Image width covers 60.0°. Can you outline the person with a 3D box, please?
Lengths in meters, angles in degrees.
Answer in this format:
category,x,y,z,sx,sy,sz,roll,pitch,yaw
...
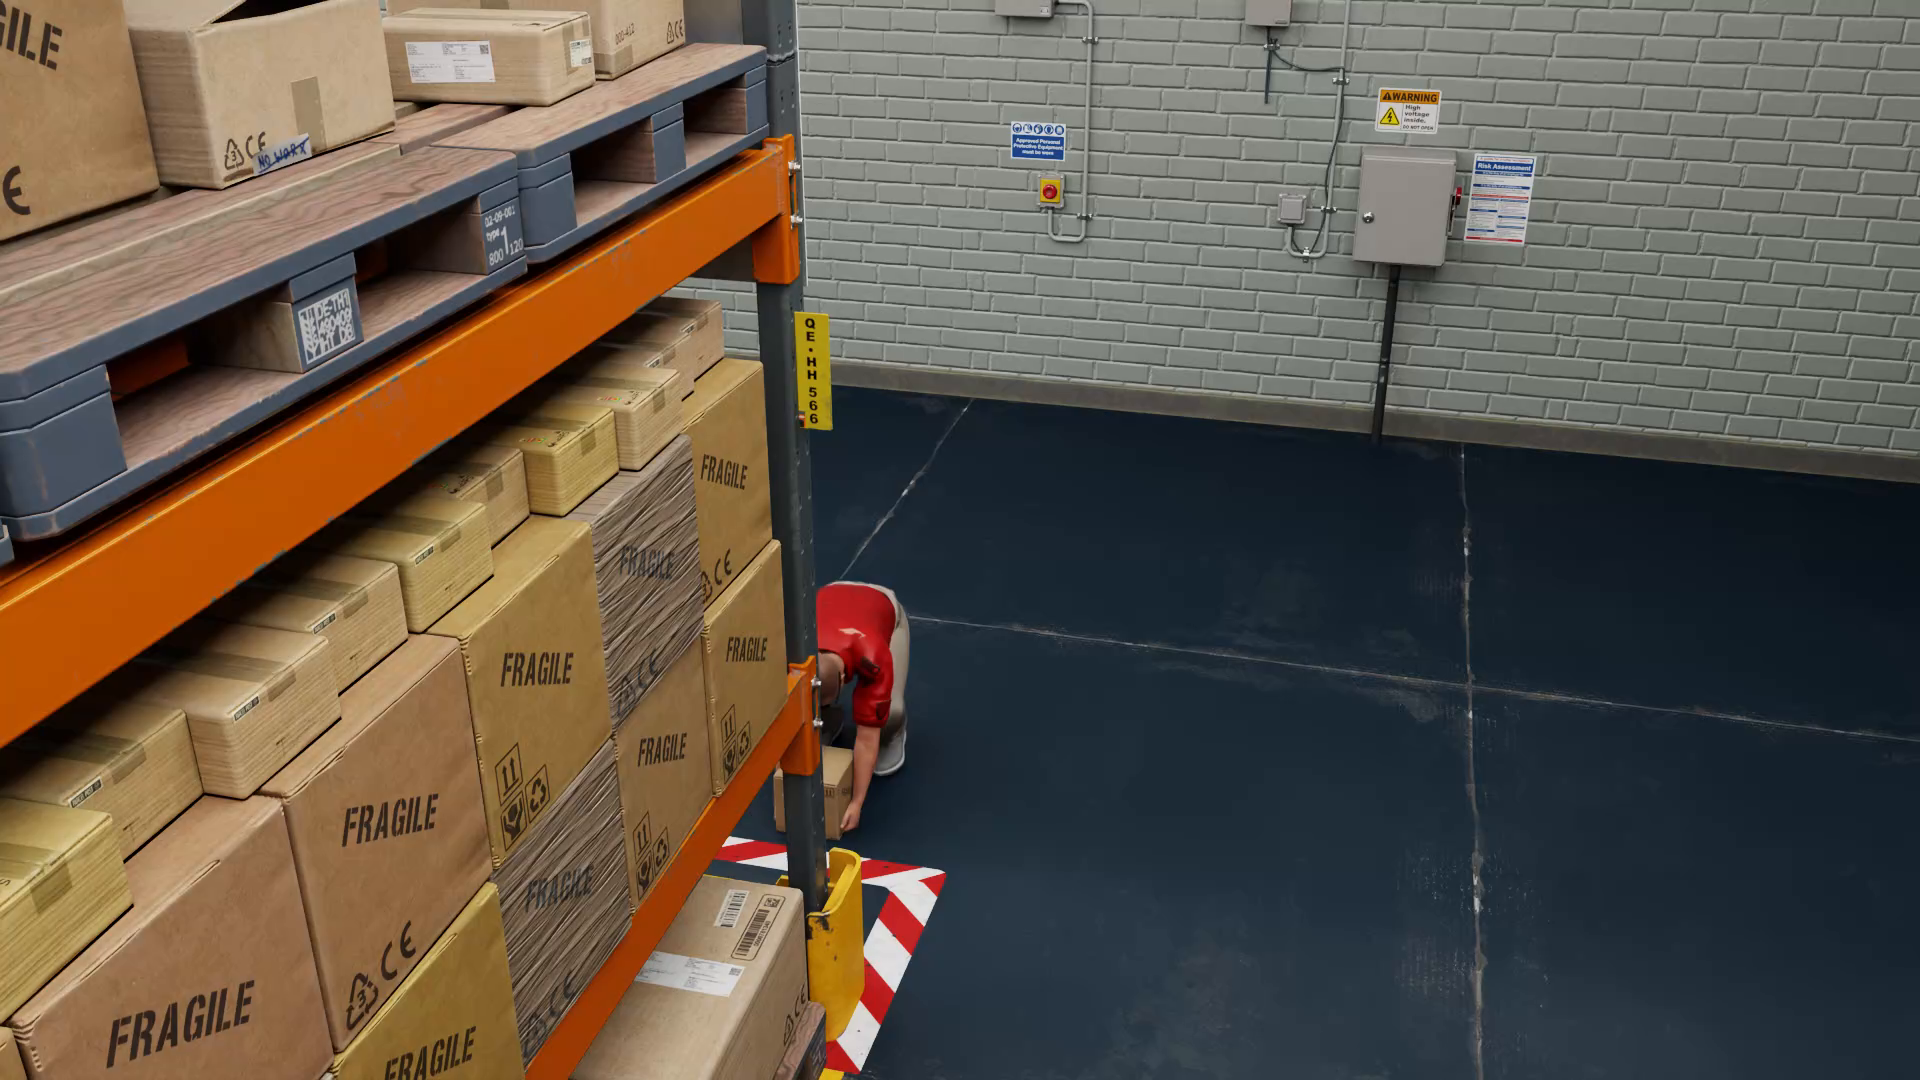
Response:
category,x,y,z,sx,sy,sz,roll,pitch,yaw
person,-0.467,0.600,6.504,0.529,0.789,0.940,6,26,12
